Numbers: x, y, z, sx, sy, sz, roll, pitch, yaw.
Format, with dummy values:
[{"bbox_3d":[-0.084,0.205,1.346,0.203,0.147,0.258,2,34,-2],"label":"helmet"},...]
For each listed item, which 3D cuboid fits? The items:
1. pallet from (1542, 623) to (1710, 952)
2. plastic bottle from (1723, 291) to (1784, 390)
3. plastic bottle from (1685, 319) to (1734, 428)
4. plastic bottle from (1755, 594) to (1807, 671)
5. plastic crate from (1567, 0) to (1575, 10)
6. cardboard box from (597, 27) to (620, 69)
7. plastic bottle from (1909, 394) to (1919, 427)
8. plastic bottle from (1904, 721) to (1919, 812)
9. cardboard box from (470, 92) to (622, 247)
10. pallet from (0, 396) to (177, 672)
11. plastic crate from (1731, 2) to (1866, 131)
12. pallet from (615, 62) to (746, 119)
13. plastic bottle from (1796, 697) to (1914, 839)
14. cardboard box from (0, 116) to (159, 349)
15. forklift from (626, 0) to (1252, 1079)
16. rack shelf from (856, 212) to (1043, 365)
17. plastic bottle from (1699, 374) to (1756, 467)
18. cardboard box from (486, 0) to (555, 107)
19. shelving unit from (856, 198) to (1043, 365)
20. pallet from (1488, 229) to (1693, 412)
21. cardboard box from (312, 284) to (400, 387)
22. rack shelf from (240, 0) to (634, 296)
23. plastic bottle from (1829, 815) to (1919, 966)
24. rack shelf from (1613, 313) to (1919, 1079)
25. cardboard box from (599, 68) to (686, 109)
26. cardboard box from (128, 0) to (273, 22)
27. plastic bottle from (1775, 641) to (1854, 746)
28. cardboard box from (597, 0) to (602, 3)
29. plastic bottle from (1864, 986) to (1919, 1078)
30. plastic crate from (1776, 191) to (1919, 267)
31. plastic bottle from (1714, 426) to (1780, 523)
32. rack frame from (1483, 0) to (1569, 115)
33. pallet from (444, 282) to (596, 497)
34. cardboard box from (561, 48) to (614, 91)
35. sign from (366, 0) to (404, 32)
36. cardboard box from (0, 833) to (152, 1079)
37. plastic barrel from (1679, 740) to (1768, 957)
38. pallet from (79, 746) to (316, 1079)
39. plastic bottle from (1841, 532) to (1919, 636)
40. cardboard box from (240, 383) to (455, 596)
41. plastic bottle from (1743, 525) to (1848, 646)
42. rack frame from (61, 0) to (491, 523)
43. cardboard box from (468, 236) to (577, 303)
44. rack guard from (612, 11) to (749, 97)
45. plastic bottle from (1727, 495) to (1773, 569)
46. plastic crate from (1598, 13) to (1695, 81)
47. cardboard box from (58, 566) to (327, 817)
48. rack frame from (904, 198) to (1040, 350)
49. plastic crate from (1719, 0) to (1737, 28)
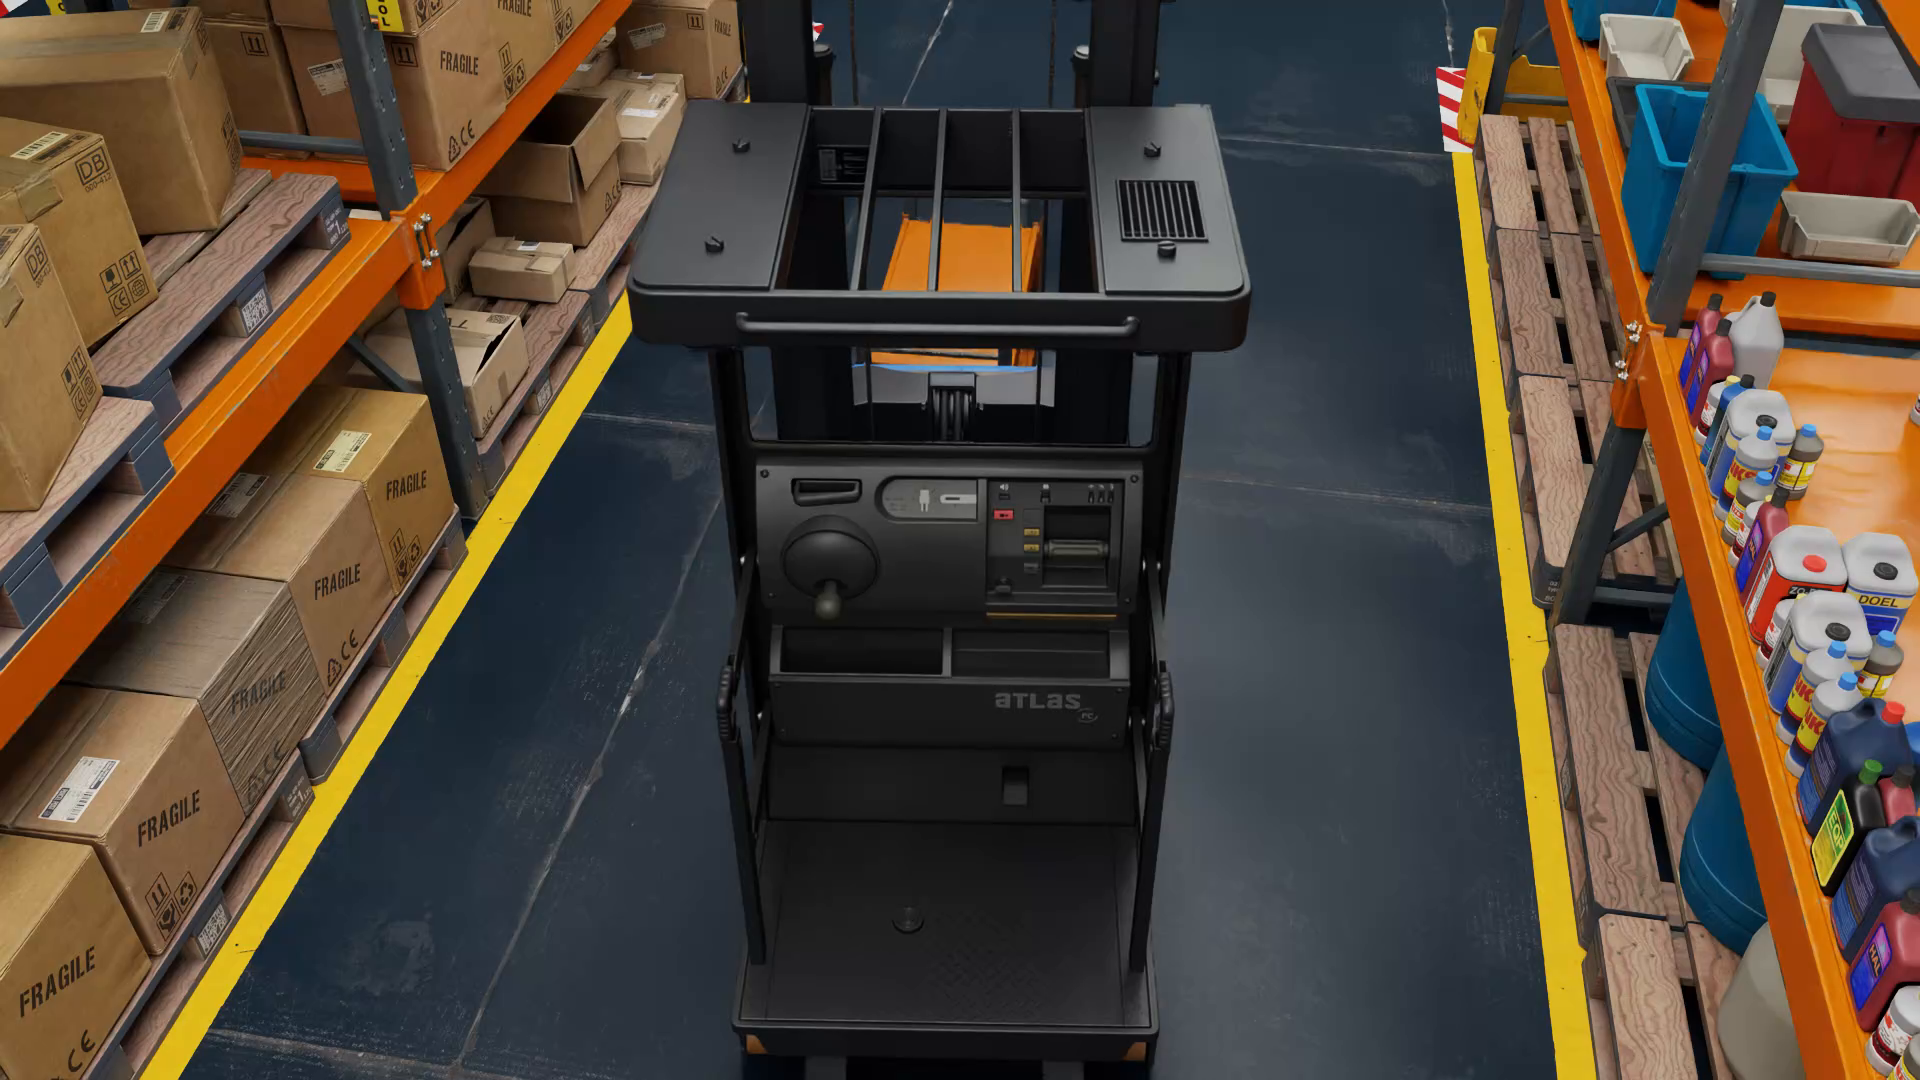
[{"bbox_3d":[2.386,0.787,5.132,1.003,0.211,1.213,6,40,8],"label":"pallet"},{"bbox_3d":[2.174,-0.537,4.585,0.144,0.351,0.185,6,40,8],"label":"plastic bottle"},{"bbox_3d":[2.054,-0.455,4.538,0.061,0.283,0.133,6,40,8],"label":"plastic bottle"},{"bbox_3d":[1.898,0.209,3.799,0.097,0.201,0.097,0,40,0],"label":"plastic bottle"},{"bbox_3d":[2.658,-2.291,6.751,0.416,0.233,0.300,6,40,8],"label":"plastic crate"},{"bbox_3d":[-2.036,-2.672,9.020,0.380,0.149,0.250,6,40,8],"label":"cardboard box"},{"bbox_3d":[2.685,-0.409,4.547,0.097,0.201,0.097,0,40,0],"label":"plastic bottle"},{"bbox_3d":[1.967,0.466,3.434,0.097,0.271,0.097,0,40,0],"label":"plastic bottle"},{"bbox_3d":[-1.997,-1.703,7.569,0.797,0.503,0.637,6,40,8],"label":"cardboard box"},{"bbox_3d":[-2.677,0.048,3.989,1.003,0.211,1.213,6,40,8],"label":"pallet"},{"bbox_3d":[3.007,-1.682,5.977,0.437,0.282,0.530,6,40,8],"label":"plastic crate"},{"bbox_3d":[-1.775,-2.203,8.749,1.003,0.211,1.213,6,40,8],"label":"pallet"},{"bbox_3d":[1.840,0.449,3.391,0.144,0.351,0.185,6,40,8],"label":"plastic bottle"},{"bbox_3d":[-2.676,-0.805,4.461,0.700,0.500,0.500,12,41,15],"label":"cardboard box"},{"bbox_3d":[-0.029,0.079,3.854,1.130,2.935,3.031,1,40,1],"label":"forklift"},{"bbox_3d":[-0.020,-0.775,5.845,0.538,0.278,1.000,5,40,5],"label":"rack shelf"},{"bbox_3d":[2.035,-0.315,4.378,0.097,0.271,0.097,0,40,0],"label":"plastic bottle"},{"bbox_3d":[-1.875,-1.966,6.195,0.500,0.500,0.500,7,40,8],"label":"cardboard box"},{"bbox_3d":[-0.020,-0.549,6.032,0.538,1.125,1.048,5,40,5],"label":"shelving unit"},{"bbox_3d":[2.859,-0.926,7.204,1.003,0.211,1.213,6,40,8],"label":"pallet"},{"bbox_3d":[-2.498,-0.910,6.614,0.500,0.500,0.500,6,40,8],"label":"cardboard box"},{"bbox_3d":[-1.971,-2.293,7.234,1.077,0.370,4.000,6,40,8],"label":"rack shelf"},{"bbox_3d":[1.785,0.649,3.150,0.144,0.351,0.185,6,40,8],"label":"plastic bottle"},{"bbox_3d":[2.215,0.765,3.535,1.077,0.370,4.000,6,40,8],"label":"rack shelf"},{"bbox_3d":[-1.635,-2.291,8.545,0.380,0.166,0.250,6,40,8],"label":"cardboard box"},{"bbox_3d":[-2.484,-2.085,5.555,0.500,0.500,0.500,7,40,8],"label":"cardboard box"},{"bbox_3d":[1.858,0.328,3.601,0.097,0.271,0.097,0,40,0],"label":"plastic bottle"},{"bbox_3d":[-1.700,-2.599,6.960,0.500,0.500,0.500,6,40,7],"label":"cardboard box"},{"bbox_3d":[1.714,0.876,2.992,0.097,0.201,0.097,0,40,0],"label":"plastic bottle"},{"bbox_3d":[2.782,-0.965,5.223,0.396,0.136,0.243,6,40,8],"label":"plastic crate"},{"bbox_3d":[1.995,-0.169,4.202,0.097,0.271,0.097,0,40,0],"label":"plastic bottle"},{"bbox_3d":[3.253,-3.277,7.860,1.000,3.000,0.127,6,40,8],"label":"rack frame"},{"bbox_3d":[-2.197,-0.672,6.897,1.003,0.211,1.213,6,40,8],"label":"pallet"},{"bbox_3d":[-2.085,-2.312,8.505,0.500,0.250,0.500,6,40,8],"label":"cardboard box"},{"bbox_3d":[-1.770,-1.703,5.047,0.100,0.325,0.005,6,40,8],"label":"sign"},{"bbox_3d":[-2.472,1.091,4.193,0.500,0.500,0.500,6,40,7],"label":"cardboard box"},{"bbox_3d":[2.328,0.664,4.410,0.600,0.901,0.708,6,40,8],"label":"plastic barrel"},{"bbox_3d":[-2.629,1.042,4.824,1.003,0.211,1.213,6,40,8],"label":"pallet"},{"bbox_3d":[2.095,0.127,3.839,0.152,0.276,0.135,6,40,8],"label":"plastic bottle"},{"bbox_3d":[-2.120,-0.180,5.731,0.500,0.500,0.500,6,40,7],"label":"cardboard box"},{"bbox_3d":[1.945,0.110,3.860,0.152,0.276,0.135,6,40,8],"label":"plastic bottle"},{"bbox_3d":[-2.317,-1.315,5.487,1.000,3.000,0.127,6,40,8],"label":"rack frame"},{"bbox_3d":[-1.891,-1.177,7.197,0.380,0.166,0.250,6,40,8],"label":"cardboard box"},{"bbox_3d":[-1.638,-2.815,9.262,1.175,0.500,0.348,6,40,8],"label":"rack guard"},{"bbox_3d":[1.962,-0.020,4.076,0.097,0.201,0.097,0,40,0],"label":"plastic bottle"},{"bbox_3d":[2.566,-1.814,6.250,0.293,0.136,0.466,6,40,8],"label":"plastic crate"},{"bbox_3d":[-2.301,0.444,4.976,0.500,0.500,0.500,7,40,8],"label":"cardboard box"},{"bbox_3d":[0.043,-0.871,6.421,0.500,1.125,0.032,5,40,5],"label":"rack frame"},{"bbox_3d":[3.169,-2.121,6.622,0.298,0.136,0.250,6,40,8],"label":"plastic crate"}]
